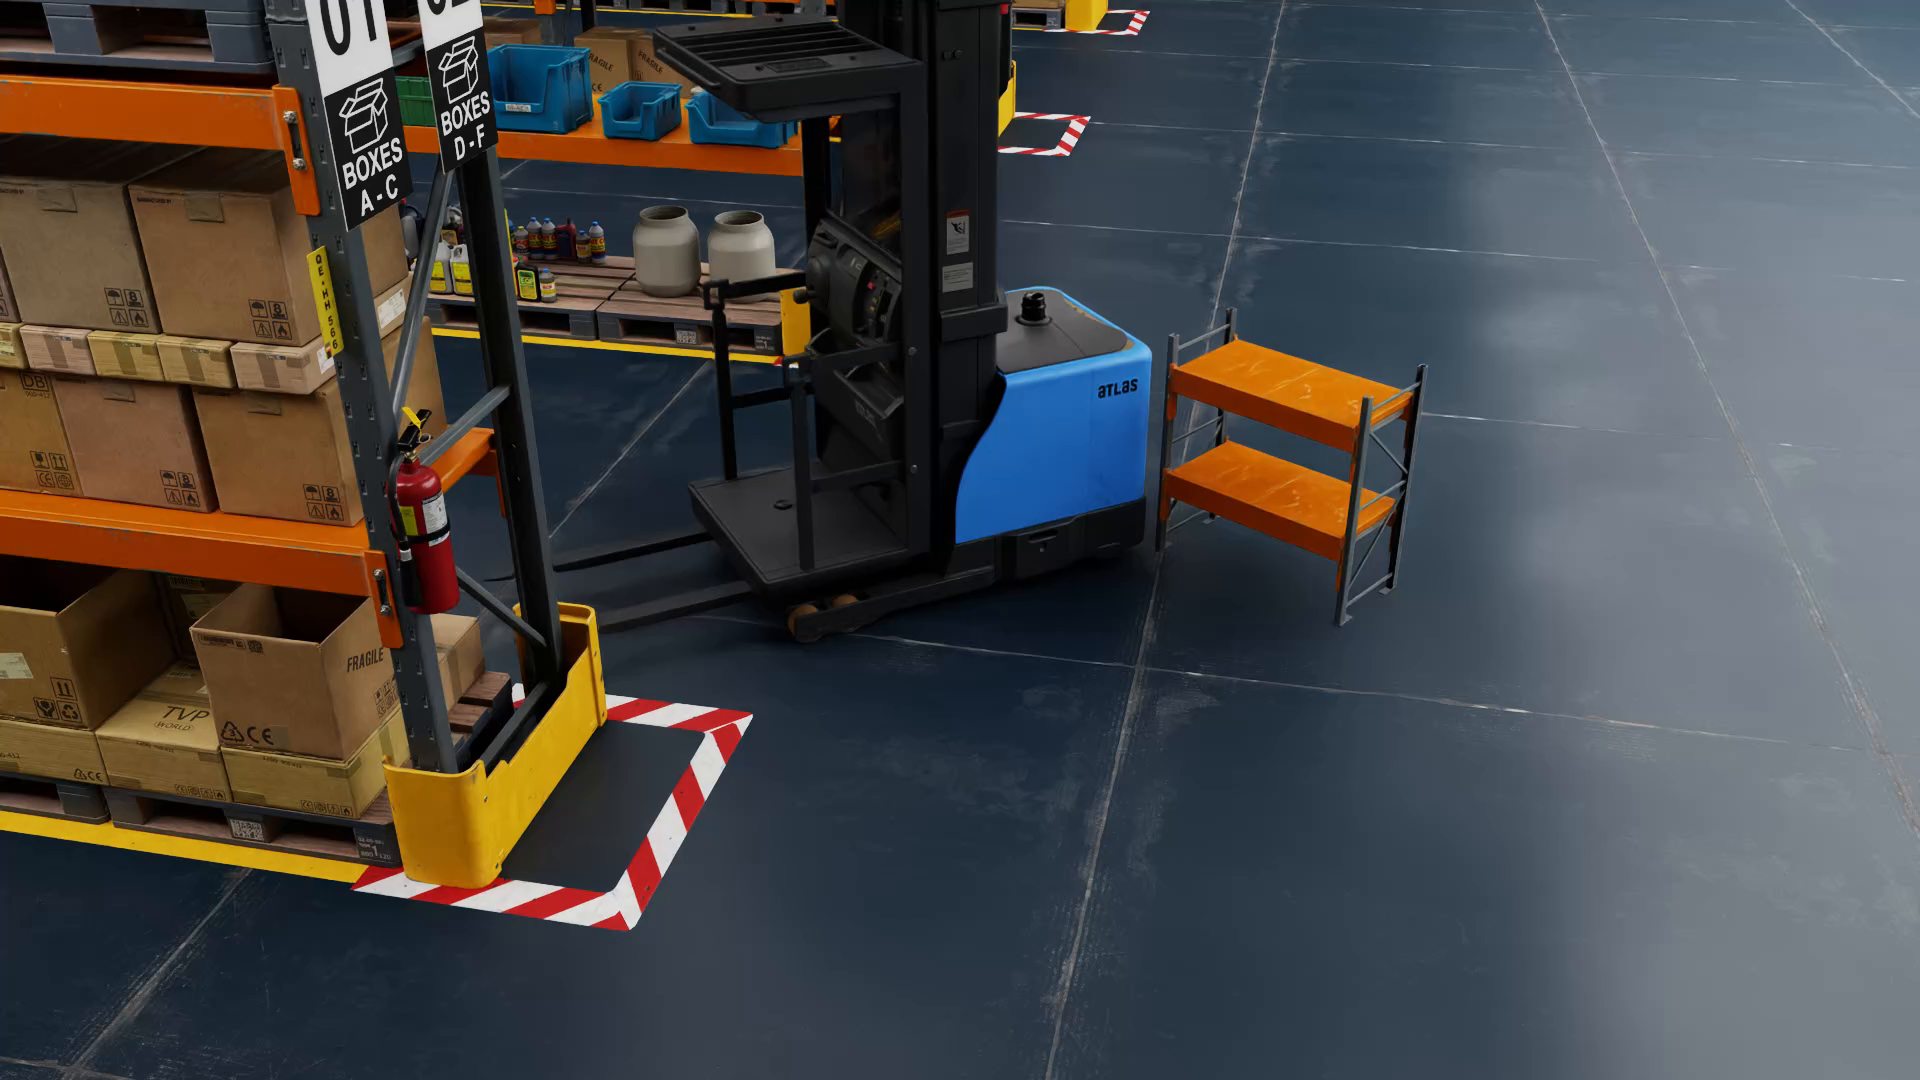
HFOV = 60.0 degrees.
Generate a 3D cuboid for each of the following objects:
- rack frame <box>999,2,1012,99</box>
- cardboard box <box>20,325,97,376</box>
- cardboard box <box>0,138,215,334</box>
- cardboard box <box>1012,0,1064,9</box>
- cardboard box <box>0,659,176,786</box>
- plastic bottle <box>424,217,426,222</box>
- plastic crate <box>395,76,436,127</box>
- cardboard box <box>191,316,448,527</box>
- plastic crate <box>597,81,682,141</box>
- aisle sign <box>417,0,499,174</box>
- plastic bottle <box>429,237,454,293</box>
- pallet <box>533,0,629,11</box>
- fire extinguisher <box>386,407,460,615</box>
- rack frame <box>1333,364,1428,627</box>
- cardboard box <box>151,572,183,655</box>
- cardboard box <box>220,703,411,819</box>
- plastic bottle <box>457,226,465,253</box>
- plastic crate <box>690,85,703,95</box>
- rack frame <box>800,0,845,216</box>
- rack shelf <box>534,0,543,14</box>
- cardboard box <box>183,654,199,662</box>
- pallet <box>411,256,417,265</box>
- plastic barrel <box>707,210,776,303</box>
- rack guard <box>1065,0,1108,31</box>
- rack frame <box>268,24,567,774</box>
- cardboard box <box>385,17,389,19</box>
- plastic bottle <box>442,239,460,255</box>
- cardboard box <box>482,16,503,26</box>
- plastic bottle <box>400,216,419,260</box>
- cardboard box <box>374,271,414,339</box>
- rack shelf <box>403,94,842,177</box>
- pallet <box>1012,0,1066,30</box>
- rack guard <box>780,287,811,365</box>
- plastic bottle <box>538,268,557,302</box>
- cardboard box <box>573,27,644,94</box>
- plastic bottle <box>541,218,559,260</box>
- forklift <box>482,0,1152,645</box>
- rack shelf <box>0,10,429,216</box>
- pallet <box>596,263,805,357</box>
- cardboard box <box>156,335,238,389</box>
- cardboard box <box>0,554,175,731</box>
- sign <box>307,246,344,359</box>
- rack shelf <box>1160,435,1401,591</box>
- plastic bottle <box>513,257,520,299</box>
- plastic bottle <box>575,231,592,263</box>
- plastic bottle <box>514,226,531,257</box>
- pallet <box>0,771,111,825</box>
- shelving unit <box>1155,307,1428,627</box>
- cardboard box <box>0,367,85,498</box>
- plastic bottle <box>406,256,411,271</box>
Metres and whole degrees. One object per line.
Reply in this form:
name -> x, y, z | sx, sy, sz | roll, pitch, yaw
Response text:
rack frame -> 0.306, -5.003, 14.264 | 0.127, 3.000, 1.000 | 6, 29, 11
cardboard box -> -2.932, -0.705, 5.635 | 0.250, 0.149, 0.380 | 6, 29, 11
cardboard box -> -2.788, -1.072, 5.629 | 0.500, 0.500, 0.700 | 5, 29, 9
cardboard box -> 0.763, -6.611, 18.977 | 0.875, 0.875, 0.875 | 6, 29, 11
cardboard box -> -3.334, 0.662, 6.343 | 0.500, 0.250, 0.500 | 6, 29, 11
plastic bottle -> -3.595, -2.134, 11.395 | 0.133, 0.283, 0.061 | 8, 30, 14
plastic crate -> -3.372, -2.716, 10.308 | 0.662, 0.188, 0.450 | 6, 29, 11
cardboard box -> -2.220, -0.447, 5.840 | 0.500, 0.500, 0.700 | 6, 29, 11
plastic crate -> -1.914, -2.589, 10.010 | 0.408, 0.251, 0.499 | 6, 29, 11
aisle sign -> -1.638, -1.628, 5.394 | 0.004, 0.787, 0.394 | 6, 29, 11
plastic bottle -> -3.337, -1.771, 10.662 | 0.185, 0.351, 0.144 | 6, 29, 10
pallet -> -4.438, -6.663, 20.201 | 1.213, 0.211, 1.003 | 6, 29, 11
fire extinguisher -> -1.748, -0.087, 5.366 | 0.183, 0.674, 0.296 | 6, 29, 11
rack frame -> 1.878, -0.192, 7.429 | 0.032, 1.125, 0.500 | 24, 37, 37
cardboard box -> -3.226, 0.091, 6.606 | 0.500, 0.500, 0.500 | 6, 29, 11
cardboard box -> -2.353, 0.756, 6.171 | 0.500, 0.250, 0.500 | 6, 29, 11
plastic bottle -> -3.310, -2.030, 11.205 | 0.133, 0.283, 0.061 | 6, 29, 11
plastic crate -> -1.536, -2.802, 10.519 | 0.250, 0.136, 0.298 | 6, 29, 11
rack frame -> -0.729, -2.677, 10.015 | 0.127, 3.000, 1.000 | 6, 29, 11
rack shelf -> -5.562, -5.289, 15.536 | 4.000, 0.370, 1.077 | 6, 29, 11
cardboard box -> -2.734, 0.464, 6.704 | 0.500, 0.250, 0.500 | 6, 29, 11
pallet -> -3.992, -1.768, 11.259 | 1.213, 0.211, 1.003 | 6, 29, 11
plastic barrel -> -1.388, -1.800, 10.567 | 0.421, 0.512, 0.421 | 0, 29, 0
rack guard -> 1.464, -6.223, 19.096 | 0.348, 0.500, 1.175 | 6, 29, 11
rack frame -> -1.767, -0.351, 5.767 | 0.127, 3.000, 1.000 | 6, 29, 11
cardboard box -> -5.757, -4.740, 15.930 | 0.500, 0.500, 0.700 | 8, 30, 15
plastic bottle -> -3.331, -1.811, 10.812 | 0.135, 0.276, 0.152 | 6, 29, 11
cardboard box -> -4.665, -4.629, 15.726 | 0.500, 0.500, 0.700 | 6, 29, 10
plastic bottle -> -3.769, -2.055, 11.259 | 0.135, 0.276, 0.152 | 6, 29, 11
cardboard box -> -2.105, -0.820, 5.844 | 0.250, 0.149, 0.380 | 6, 29, 10
rack shelf -> -2.684, -2.562, 10.555 | 4.000, 0.370, 1.077 | 6, 29, 11
pallet -> 0.642, -6.142, 19.249 | 1.213, 0.211, 1.003 | 6, 29, 11
rack guard -> -0.813, -1.566, 10.589 | 0.348, 0.500, 1.175 | 6, 29, 11
plastic bottle -> -2.616, -1.620, 10.542 | 0.097, 0.201, 0.097 | 0, 29, 0
cardboard box -> -3.223, -4.433, 15.389 | 0.500, 0.500, 0.500 | 5, 29, 9
plastic bottle -> -2.772, -2.035, 11.227 | 0.097, 0.271, 0.097 | 0, 29, 0
forklift -> -0.654, -1.116, 7.237 | 3.031, 2.935, 1.130 | -14, 31, -23
rack shelf -> -3.722, -1.552, 5.586 | 4.000, 0.370, 1.077 | 6, 29, 11
pallet -> -1.606, -1.523, 10.812 | 1.213, 0.211, 1.003 | 6, 29, 11
cardboard box -> -2.436, -0.654, 5.541 | 0.250, 0.149, 0.380 | 7, 29, 12
cardboard box -> -3.334, 0.335, 6.160 | 0.500, 0.500, 0.500 | 6, 29, 11
sign -> -1.893, -0.709, 4.969 | 0.005, 0.325, 0.100 | 6, 29, 11
rack shelf -> 1.508, -0.145, 7.852 | 1.000, 0.278, 0.538 | 24, 37, 37
plastic bottle -> -2.857, -1.691, 10.594 | 0.135, 0.276, 0.152 | 6, 29, 11
plastic bottle -> -2.538, -1.981, 11.200 | 0.097, 0.201, 0.097 | 0, 29, 0
plastic bottle -> -2.966, -2.025, 11.280 | 0.097, 0.201, 0.097 | 0, 29, 0
pallet -> -3.713, 0.692, 6.766 | 1.213, 0.211, 1.003 | 6, 29, 11
shelving unit -> 1.508, -0.359, 7.735 | 1.048, 1.125, 0.538 | 24, 37, 37
cardboard box -> -3.219, -0.550, 6.028 | 0.500, 0.500, 0.700 | 6, 29, 11
plastic bottle -> -3.600, -1.748, 10.690 | 0.133, 0.283, 0.061 | 7, 30, 13
